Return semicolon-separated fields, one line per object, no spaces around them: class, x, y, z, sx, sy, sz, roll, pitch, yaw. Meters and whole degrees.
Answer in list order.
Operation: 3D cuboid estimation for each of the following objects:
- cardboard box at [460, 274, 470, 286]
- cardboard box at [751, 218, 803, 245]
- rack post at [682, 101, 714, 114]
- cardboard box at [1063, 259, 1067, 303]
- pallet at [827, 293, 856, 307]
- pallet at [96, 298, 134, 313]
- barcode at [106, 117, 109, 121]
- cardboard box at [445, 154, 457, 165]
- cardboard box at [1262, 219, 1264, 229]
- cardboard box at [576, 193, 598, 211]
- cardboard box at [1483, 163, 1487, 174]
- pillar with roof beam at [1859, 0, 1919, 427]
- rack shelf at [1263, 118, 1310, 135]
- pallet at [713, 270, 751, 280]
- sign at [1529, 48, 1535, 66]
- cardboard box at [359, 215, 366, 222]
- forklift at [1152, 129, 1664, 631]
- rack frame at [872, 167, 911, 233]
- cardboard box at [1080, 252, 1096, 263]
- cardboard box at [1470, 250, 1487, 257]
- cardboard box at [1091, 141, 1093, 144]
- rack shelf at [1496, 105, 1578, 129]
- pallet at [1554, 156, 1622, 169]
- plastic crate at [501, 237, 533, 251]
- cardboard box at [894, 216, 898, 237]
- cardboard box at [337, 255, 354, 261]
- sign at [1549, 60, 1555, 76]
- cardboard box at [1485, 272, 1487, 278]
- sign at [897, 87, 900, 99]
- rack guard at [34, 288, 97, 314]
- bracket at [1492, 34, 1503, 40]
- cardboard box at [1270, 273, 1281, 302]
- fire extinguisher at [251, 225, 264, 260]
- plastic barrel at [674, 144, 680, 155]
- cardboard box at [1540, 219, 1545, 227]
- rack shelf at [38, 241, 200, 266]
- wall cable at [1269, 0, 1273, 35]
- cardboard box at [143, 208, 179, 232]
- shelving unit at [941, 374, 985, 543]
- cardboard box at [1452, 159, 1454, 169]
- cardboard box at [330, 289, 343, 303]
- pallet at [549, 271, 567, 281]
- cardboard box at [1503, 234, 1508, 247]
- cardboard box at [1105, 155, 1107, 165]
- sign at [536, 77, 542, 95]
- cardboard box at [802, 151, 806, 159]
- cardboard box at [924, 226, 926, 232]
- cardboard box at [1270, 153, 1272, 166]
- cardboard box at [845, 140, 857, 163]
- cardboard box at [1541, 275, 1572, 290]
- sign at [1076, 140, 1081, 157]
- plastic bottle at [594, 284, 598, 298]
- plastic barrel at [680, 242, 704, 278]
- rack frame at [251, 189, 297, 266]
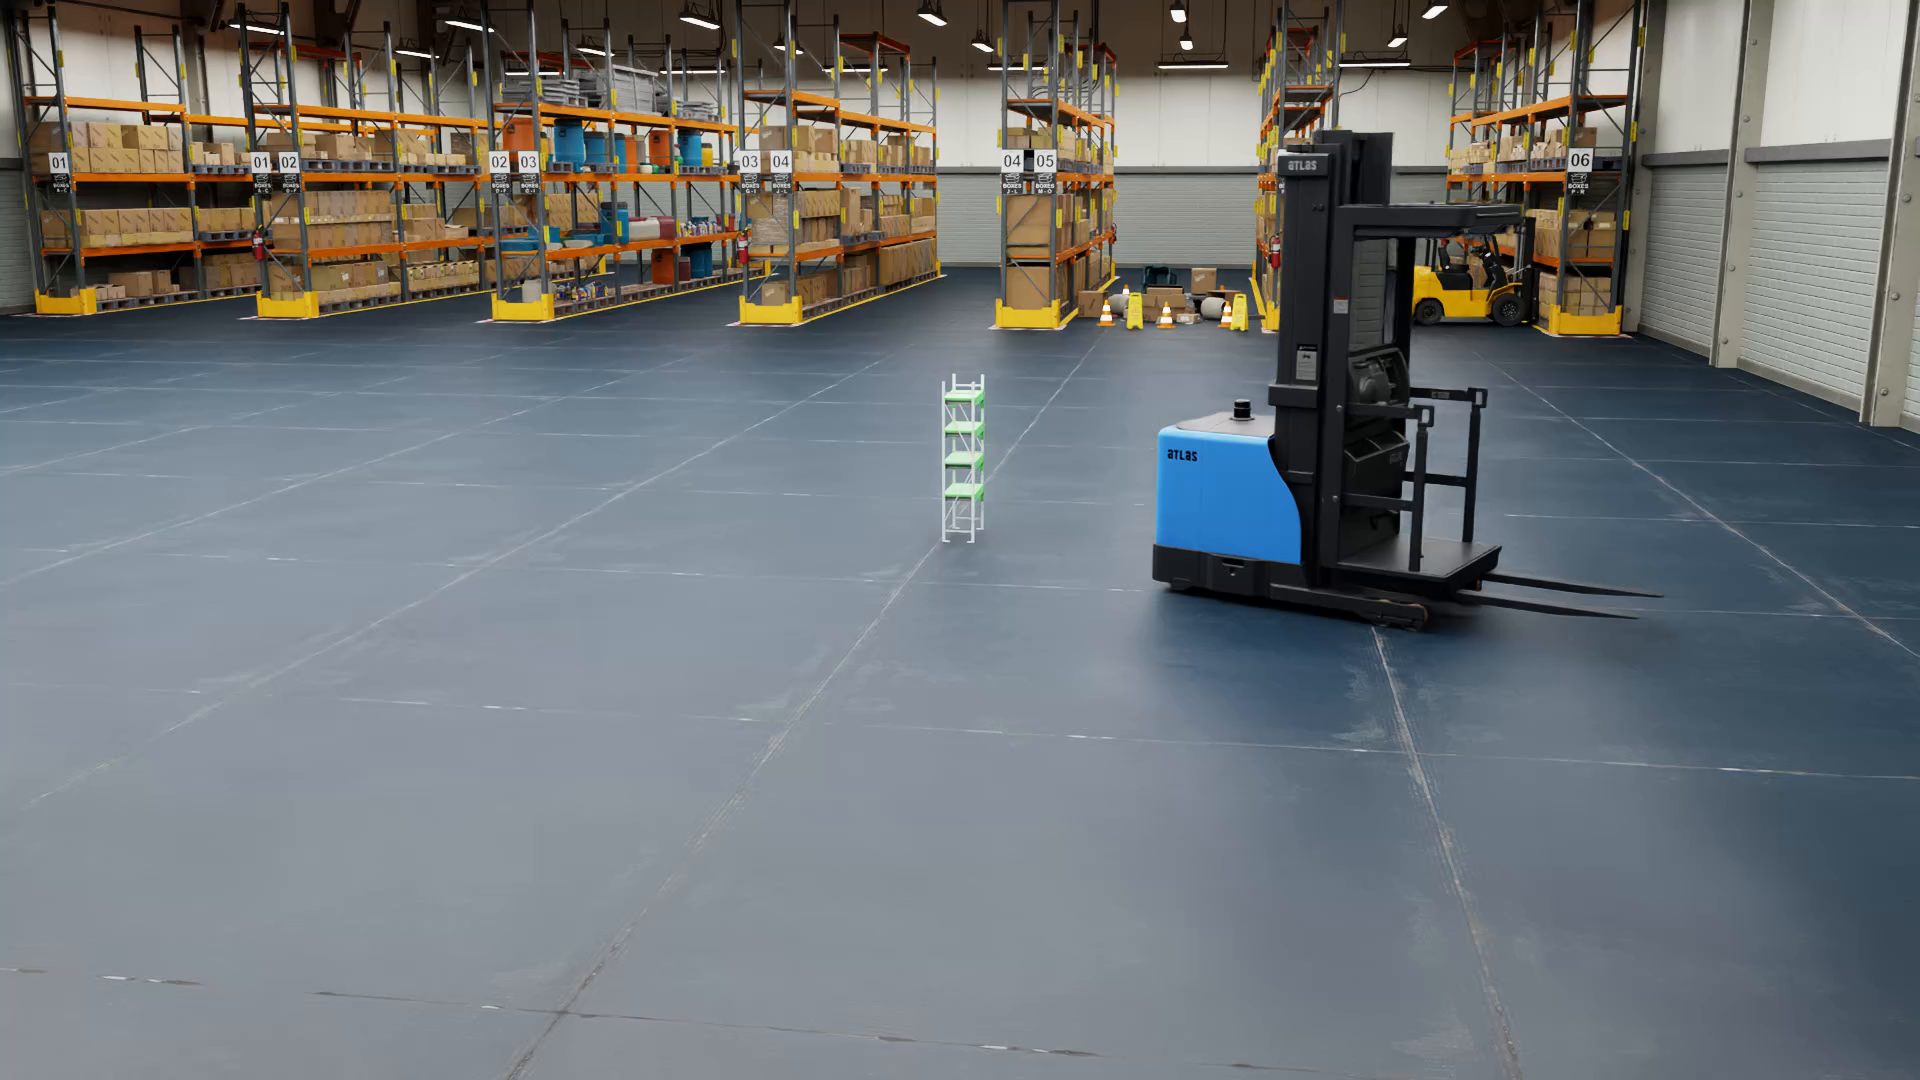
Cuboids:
cardboard box;-12.097;-6.242;39.868;0.500;0.250;0.500;2;12;8
cardboard box;-3.512;-5.927;31.931;0.875;0.500;0.500;2;12;9
rack post;-6.832;-10.999;42.349;0.937;0.300;0.954;2;12;8
cardboard box;1.711;-5.308;34.049;0.875;0.875;0.875;2;12;10
pallet;-2.890;-5.251;36.356;1.003;0.211;1.213;2;12;9
pallet;-18.135;-4.921;34.827;1.003;0.211;1.213;2;12;9
barcode;-18.330;-9.053;35.750;0.001;0.075;0.075;2;12;9
cardboard box;-12.258;-8.998;39.366;0.500;0.250;0.500;2;12;10
cardboard box;7.298;-7.350;38.648;0.500;0.250;0.500;2;12;7
cardboard box;-10.747;-9.707;47.807;0.500;0.500;0.500;2;12;8
cardboard box;12.297;-8.520;38.142;0.500;0.250;0.500;2;12;9
pillar with roof beam;5.972;-5.828;18.174;9.100;9.000;0.400;2;12;9
rack shelf;7.707;-9.765;39.101;1.077;0.370;4.000;2;12;9
pallet;-6.412;-7.323;45.973;1.003;0.211;1.213;2;12;9
sign;11.151;-9.413;32.408;0.100;0.325;0.005;2;12;9
cardboard box;-12.823;-6.811;35.203;0.380;0.149;0.250;2;12;10
forklift;2.772;-1.013;10.237;3.031;2.935;1.130;8;15;34
rack frame;-1.778;-8.117;43.037;1.000;3.000;0.127;2;12;9
cardboard box;3.004;-6.796;40.066;0.500;0.250;0.500;2;12;9
cardboard box;12.609;-6.960;40.359;0.380;0.149;0.250;1;12;6
cardboard box;2.906;-9.174;38.770;0.396;0.266;0.258;2;12;9
rack shelf;11.997;-8.772;34.495;1.077;0.370;4.000;2;12;9
pallet;11.208;-6.707;29.586;1.003;0.211;1.213;2;12;9
plastic crate;-8.736;-5.821;32.735;0.499;0.251;0.616;2;12;9
cardboard box;-1.818;-7.744;41.068;0.500;0.500;0.500;2;12;9
cardboard box;-16.566;-7.428;43.947;0.750;0.750;0.750;2;12;10
sign;12.853;-10.253;36.114;0.100;0.325;0.005;2;12;9
cardboard box;12.157;-5.881;37.601;0.500;0.500;0.500;2;12;10
sign;-1.710;-12.436;46.243;0.100;0.325;0.005;2;12;9
rack guard;-18.295;-4.894;34.017;1.175;0.500;0.348;2;12;9
bracket;14.027;-13.078;43.273;0.076;0.066;4.783;2;12;9
cardboard box;6.034;-4.701;30.935;0.500;0.500;0.500;2;12;9
fire extinguisher;-13.888;-5.893;32.903;0.296;0.674;0.183;2;12;9
plastic barrel;-7.163;-9.557;41.278;0.433;0.535;0.433;0;12;0
cardboard box;11.123;-5.957;31.239;0.380;0.149;0.250;2;12;7
rack shelf;-17.999;-6.165;35.688;1.077;0.370;4.000;2;12;9
wall cable;8.190;-16.014;49.775;2.355;3.000;0.029;2;12;9
cardboard box;-17.530;-7.024;36.492;0.500;0.500;0.500;2;12;8
shelving unit;0.025;-0.621;12.527;0.258;1.200;0.503;2;12;9
cardboard box;13.139;-9.817;43.455;0.500;0.250;0.500;2;12;10
cardboard box;-13.036;-5.010;34.152;0.500;0.250;0.500;2;12;9
pallet;-11.459;-7.218;45.487;1.003;0.211;1.213;2;12;9
cardboard box;11.759;-6.325;35.080;0.500;0.250;0.500;2;12;10
cardboard box;3.500;-9.769;42.750;0.500;0.250;0.500;2;12;8
sign;-7.974;-8.591;31.494;0.100;0.325;0.005;2;12;9
cardboard box;-3.188;-7.418;32.086;0.380;0.149;0.250;2;12;11
cardboard box;-1.127;-8.424;45.057;0.380;0.149;0.250;2;12;10
cardboard box;6.446;-7.586;33.104;0.500;0.250;0.500;2;12;7
cardboard box;-2.694;-8.464;36.288;0.797;0.503;0.637;2;12;11
cardboard box;10.909;-4.700;30.339;0.500;0.250;0.500;2;12;10
sign;2.426;-8.010;34.005;0.100;0.325;0.005;2;12;9
plastic bottle;-7.730;-5.281;35.280;0.061;0.283;0.133;3;12;12
plastic barrel;-6.881;-7.197;42.752;0.600;0.901;0.708;2;12;9
rack frame;-17.076;-7.766;41.407;1.000;3.000;0.127;2;12;9
